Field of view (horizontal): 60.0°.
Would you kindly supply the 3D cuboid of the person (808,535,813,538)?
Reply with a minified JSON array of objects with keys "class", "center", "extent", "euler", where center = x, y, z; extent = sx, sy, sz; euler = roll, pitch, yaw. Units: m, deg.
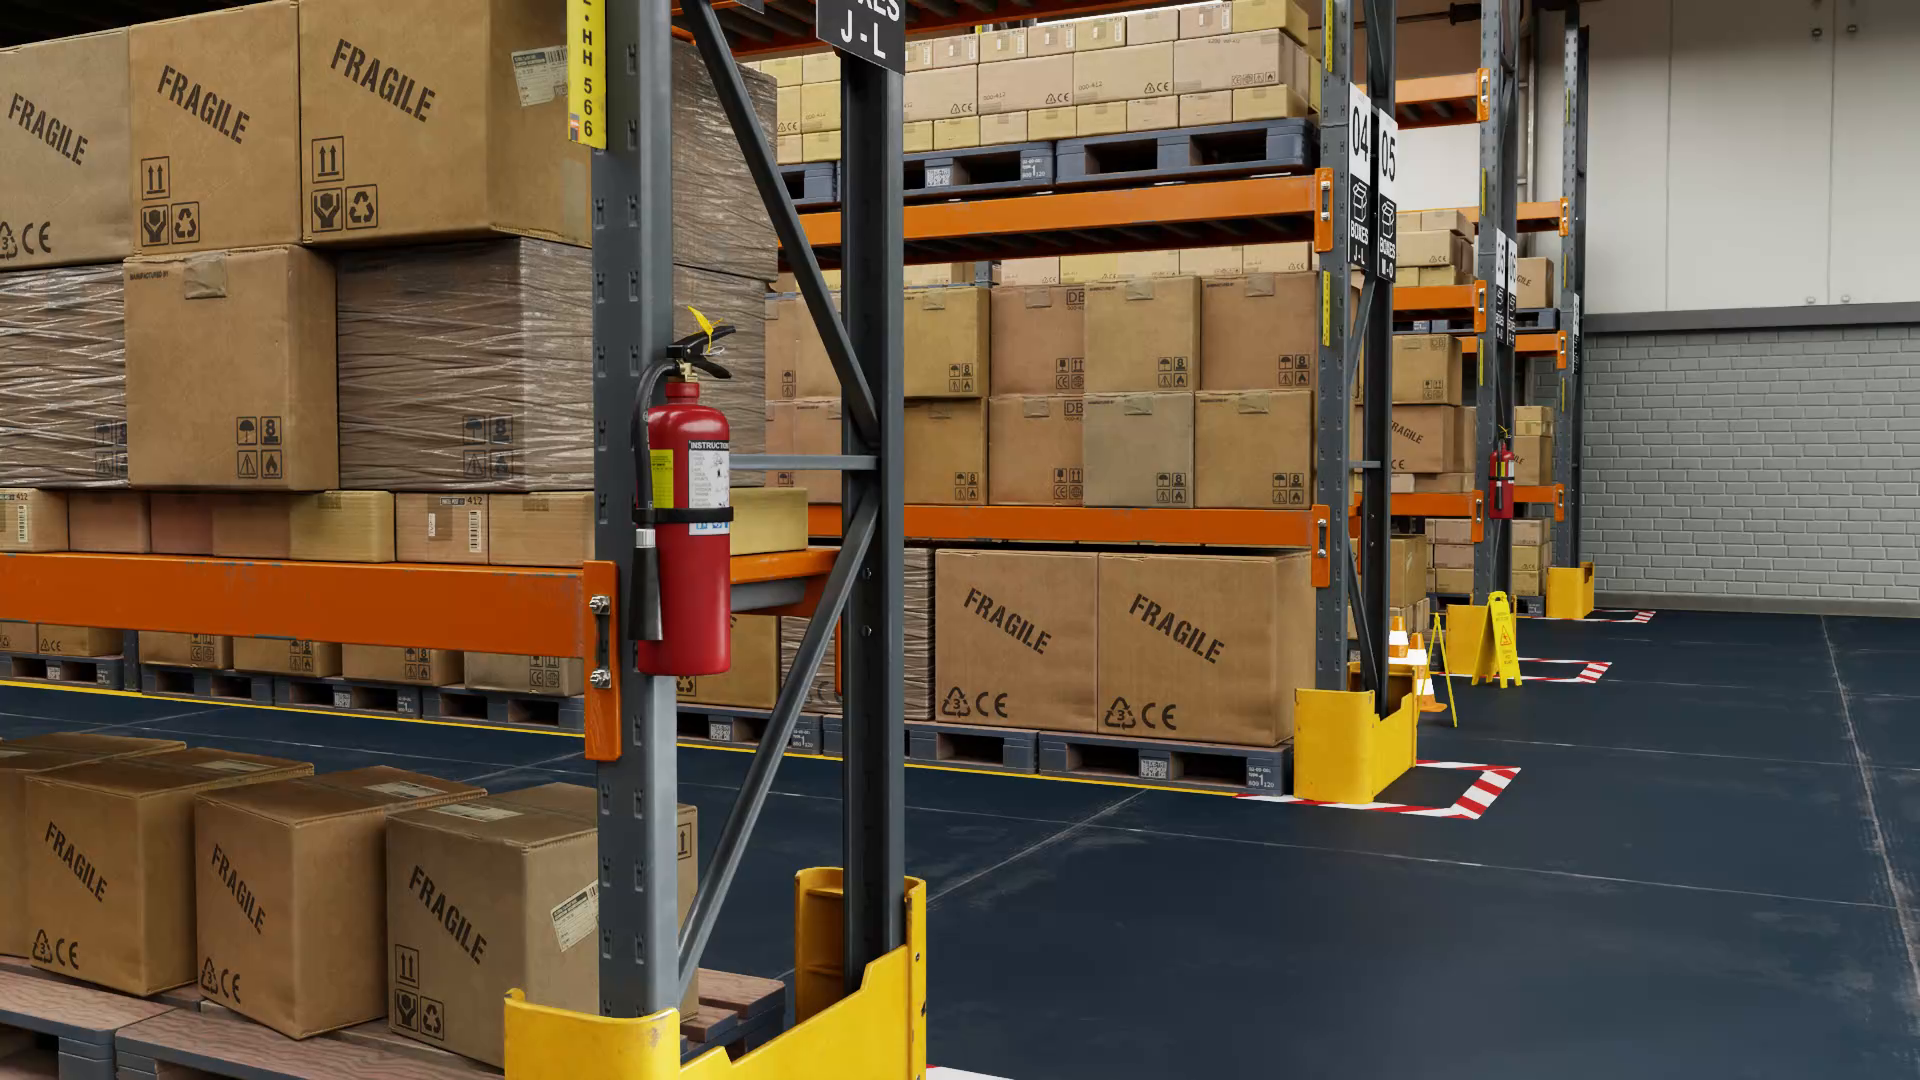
[{"class":"person","center":[-1.645,-0.091,16.860],"extent":[0.839,1.638,0.451],"euler":[1,3,28]}]
